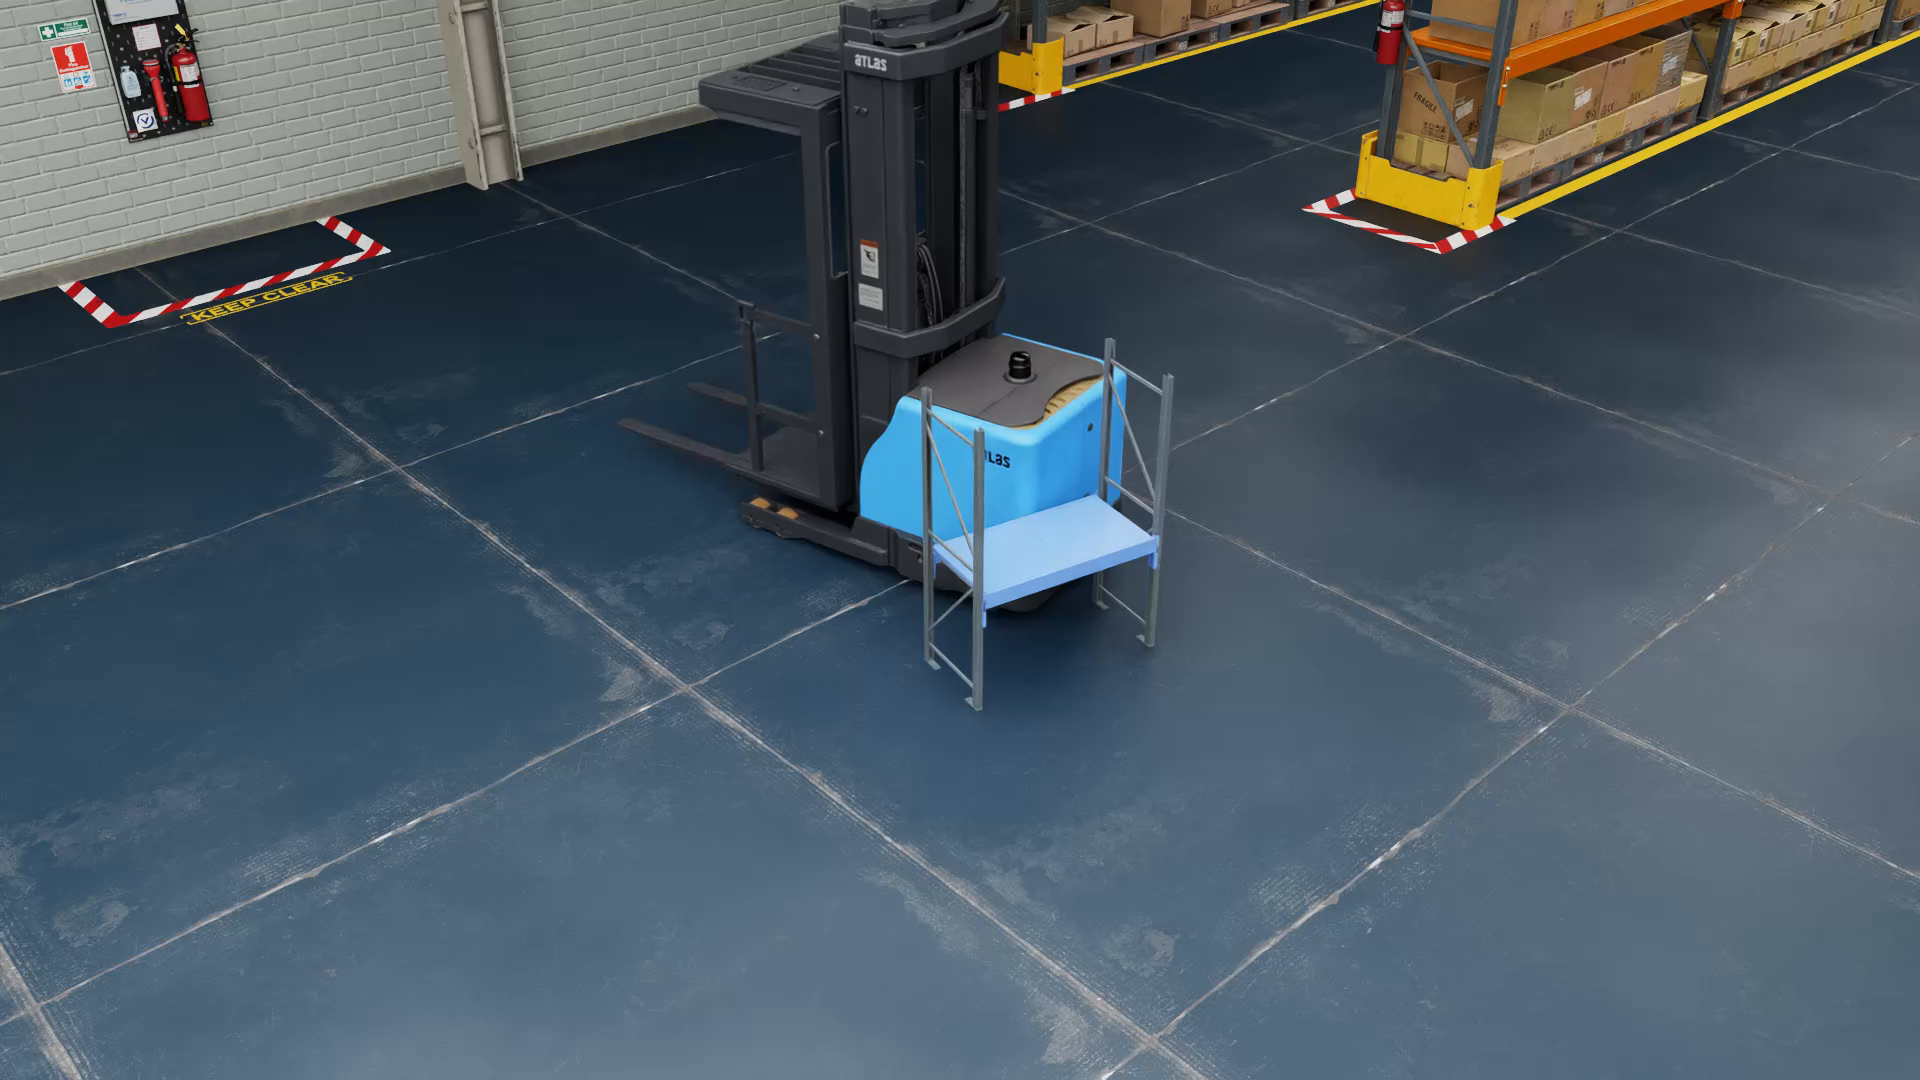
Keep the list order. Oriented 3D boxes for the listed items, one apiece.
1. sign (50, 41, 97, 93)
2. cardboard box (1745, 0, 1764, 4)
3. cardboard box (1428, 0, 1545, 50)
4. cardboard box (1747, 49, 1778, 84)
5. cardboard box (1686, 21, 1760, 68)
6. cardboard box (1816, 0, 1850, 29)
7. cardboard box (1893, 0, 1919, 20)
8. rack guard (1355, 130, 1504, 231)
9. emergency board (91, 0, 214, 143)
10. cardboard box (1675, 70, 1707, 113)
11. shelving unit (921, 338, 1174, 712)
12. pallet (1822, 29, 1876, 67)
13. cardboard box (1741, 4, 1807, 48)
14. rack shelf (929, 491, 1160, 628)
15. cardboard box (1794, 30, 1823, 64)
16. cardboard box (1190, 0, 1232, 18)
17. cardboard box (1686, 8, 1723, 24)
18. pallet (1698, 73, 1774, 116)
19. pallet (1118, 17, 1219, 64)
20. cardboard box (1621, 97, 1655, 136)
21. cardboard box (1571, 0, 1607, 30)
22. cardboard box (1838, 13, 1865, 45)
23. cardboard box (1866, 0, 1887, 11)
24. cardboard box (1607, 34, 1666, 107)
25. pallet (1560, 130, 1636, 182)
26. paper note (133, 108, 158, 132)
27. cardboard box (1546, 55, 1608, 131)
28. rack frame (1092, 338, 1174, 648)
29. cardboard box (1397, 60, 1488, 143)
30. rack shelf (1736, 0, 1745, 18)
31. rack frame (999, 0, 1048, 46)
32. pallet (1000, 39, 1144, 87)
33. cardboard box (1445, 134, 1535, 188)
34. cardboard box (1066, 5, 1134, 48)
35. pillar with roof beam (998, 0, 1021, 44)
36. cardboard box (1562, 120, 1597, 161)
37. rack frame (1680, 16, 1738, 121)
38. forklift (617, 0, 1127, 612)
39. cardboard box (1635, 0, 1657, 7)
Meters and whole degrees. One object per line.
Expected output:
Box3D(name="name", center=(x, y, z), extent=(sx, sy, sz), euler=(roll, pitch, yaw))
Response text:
Box3D(name="sign", center=(-6.320, -3.373, 11.857), extent=(0.234, 0.329, 0.001), euler=(-26, 40, -35))
Box3D(name="cardboard box", center=(7.990, -5.489, 17.047), extent=(0.500, 0.311, 0.500), euler=(-26, 40, -36))
Box3D(name="cardboard box", center=(4.190, -4.235, 13.205), extent=(0.500, 0.500, 0.700), euler=(-26, 40, -35))
Box3D(name="cardboard box", center=(7.612, -4.686, 16.271), extent=(0.500, 0.250, 0.500), euler=(-25, 39, -34))
Box3D(name="cardboard box", center=(7.244, -4.747, 15.834), extent=(0.500, 0.311, 0.500), euler=(-26, 40, -35))
Box3D(name="cardboard box", center=(8.740, -5.470, 17.016), extent=(0.500, 0.311, 0.500), euler=(-26, 40, -36))
Box3D(name="cardboard box", center=(10.233, -6.043, 18.232), extent=(0.500, 0.500, 0.500), euler=(-24, 39, -34))
Box3D(name="rack guard", center=(3.821, -2.957, 13.607), extent=(0.348, 0.500, 1.175), euler=(-26, 40, -35))
Box3D(name="emergency board", center=(-5.845, -3.515, 12.122), extent=(0.643, 1.169, 0.194), euler=(-26, 40, -35))
Box3D(name="cardboard box", center=(6.581, -4.209, 15.491), extent=(0.500, 0.250, 0.500), euler=(-26, 40, -35))
Box3D(name="shelving unit", center=(0.401, -0.075, 7.935), extent=(1.048, 1.500, 0.538), euler=(-17, 36, -26))
Box3D(name="pallet", center=(9.075, -5.403, 17.883), extent=(1.213, 0.211, 1.003), euler=(-26, 40, -35))
Box3D(name="cardboard box", center=(7.994, -5.107, 16.422), extent=(0.500, 0.311, 0.500), euler=(-27, 41, -37))
Box3D(name="rack shelf", center=(0.401, 0.078, 8.029), extent=(1.000, 0.185, 0.538), euler=(-17, 36, -26))
Box3D(name="cardboard box", center=(8.364, -5.051, 16.868), extent=(0.500, 0.250, 0.500), euler=(-25, 39, -35))
Box3D(name="cardboard box", center=(2.667, -6.082, 18.296), extent=(0.500, 0.500, 0.500), euler=(26, 40, 35))
Box3D(name="cardboard box", center=(7.251, -5.136, 16.470), extent=(0.500, 0.311, 0.500), euler=(-25, 39, -34))
Box3D(name="pallet", center=(7.286, -4.537, 16.468), extent=(1.213, 0.211, 1.003), euler=(-26, 40, -35))
Box3D(name="pallet", center=(2.038, -5.468, 17.990), extent=(1.213, 0.211, 1.003), euler=(-26, 40, -35))
Box3D(name="cardboard box", center=(5.851, -3.852, 14.908), extent=(0.500, 0.250, 0.500), euler=(-26, 40, -35))
Box3D(name="cardboard box", center=(4.940, -4.597, 13.797), extent=(0.500, 0.500, 0.700), euler=(-26, 40, -35))
Box3D(name="cardboard box", center=(9.110, -5.412, 17.458), extent=(0.500, 0.250, 0.500), euler=(-26, 40, -36))
Box3D(name="cardboard box", center=(9.489, -5.835, 17.613), extent=(0.500, 0.311, 0.500), euler=(-25, 39, -34))
Box3D(name="cardboard box", center=(5.842, -4.177, 14.720), extent=(0.500, 0.500, 0.500), euler=(-26, 40, -35))
Box3D(name="pallet", center=(5.266, -3.560, 14.870), extent=(1.213, 0.211, 1.003), euler=(-26, 40, -35))
Box3D(name="paper note", center=(-6.021, -3.102, 12.293), extent=(0.142, 0.148, 0.016), euler=(-26, 40, -35))
Box3D(name="cardboard box", center=(5.107, -3.823, 14.142), extent=(0.500, 0.500, 0.500), euler=(-26, 40, -35))
Box3D(name="rack frame", center=(0.836, -0.212, 8.159), extent=(0.032, 1.500, 0.500), euler=(-17, 36, -26))
Box3D(name="cardboard box", center=(4.030, -3.662, 13.878), extent=(0.500, 0.500, 0.500), euler=(-26, 40, -35))
Box3D(name="rack shelf", center=(8.239, -5.853, 16.637), extent=(4.000, 0.370, 1.077), euler=(-26, 40, -35))
Box3D(name="rack frame", center=(0.468, -5.926, 16.065), extent=(0.127, 3.000, 1.000), euler=(-26, 40, -35))
Box3D(name="pallet", center=(1.144, -5.038, 17.286), extent=(1.213, 0.211, 1.003), euler=(-26, 40, -35))
Box3D(name="cardboard box", center=(4.383, -3.143, 13.748), extent=(0.500, 0.250, 0.500), euler=(-26, 40, -35))
Box3D(name="cardboard box", center=(1.455, -5.379, 17.328), extent=(0.500, 0.311, 0.500), euler=(-22, 38, -32))
Box3D(name="pillar with roof beam", center=(3.320, -7.417, 12.754), extent=(0.400, 9.000, 9.100), euler=(-26, 40, -35))
Box3D(name="cardboard box", center=(5.114, -3.499, 14.330), extent=(0.500, 0.250, 0.500), euler=(-26, 40, -35))
Box3D(name="rack frame", center=(6.772, -5.451, 15.289), extent=(0.127, 3.000, 1.000), euler=(-26, 40, -35))
Box3D(name="forklift", center=(-0.620, -1.467, 8.840), extent=(3.031, 2.935, 1.130), euler=(19, 36, 29))
Box3D(name="cardboard box", center=(5.698, -4.968, 14.403), extent=(0.500, 0.500, 0.700), euler=(-25, 39, -35))
